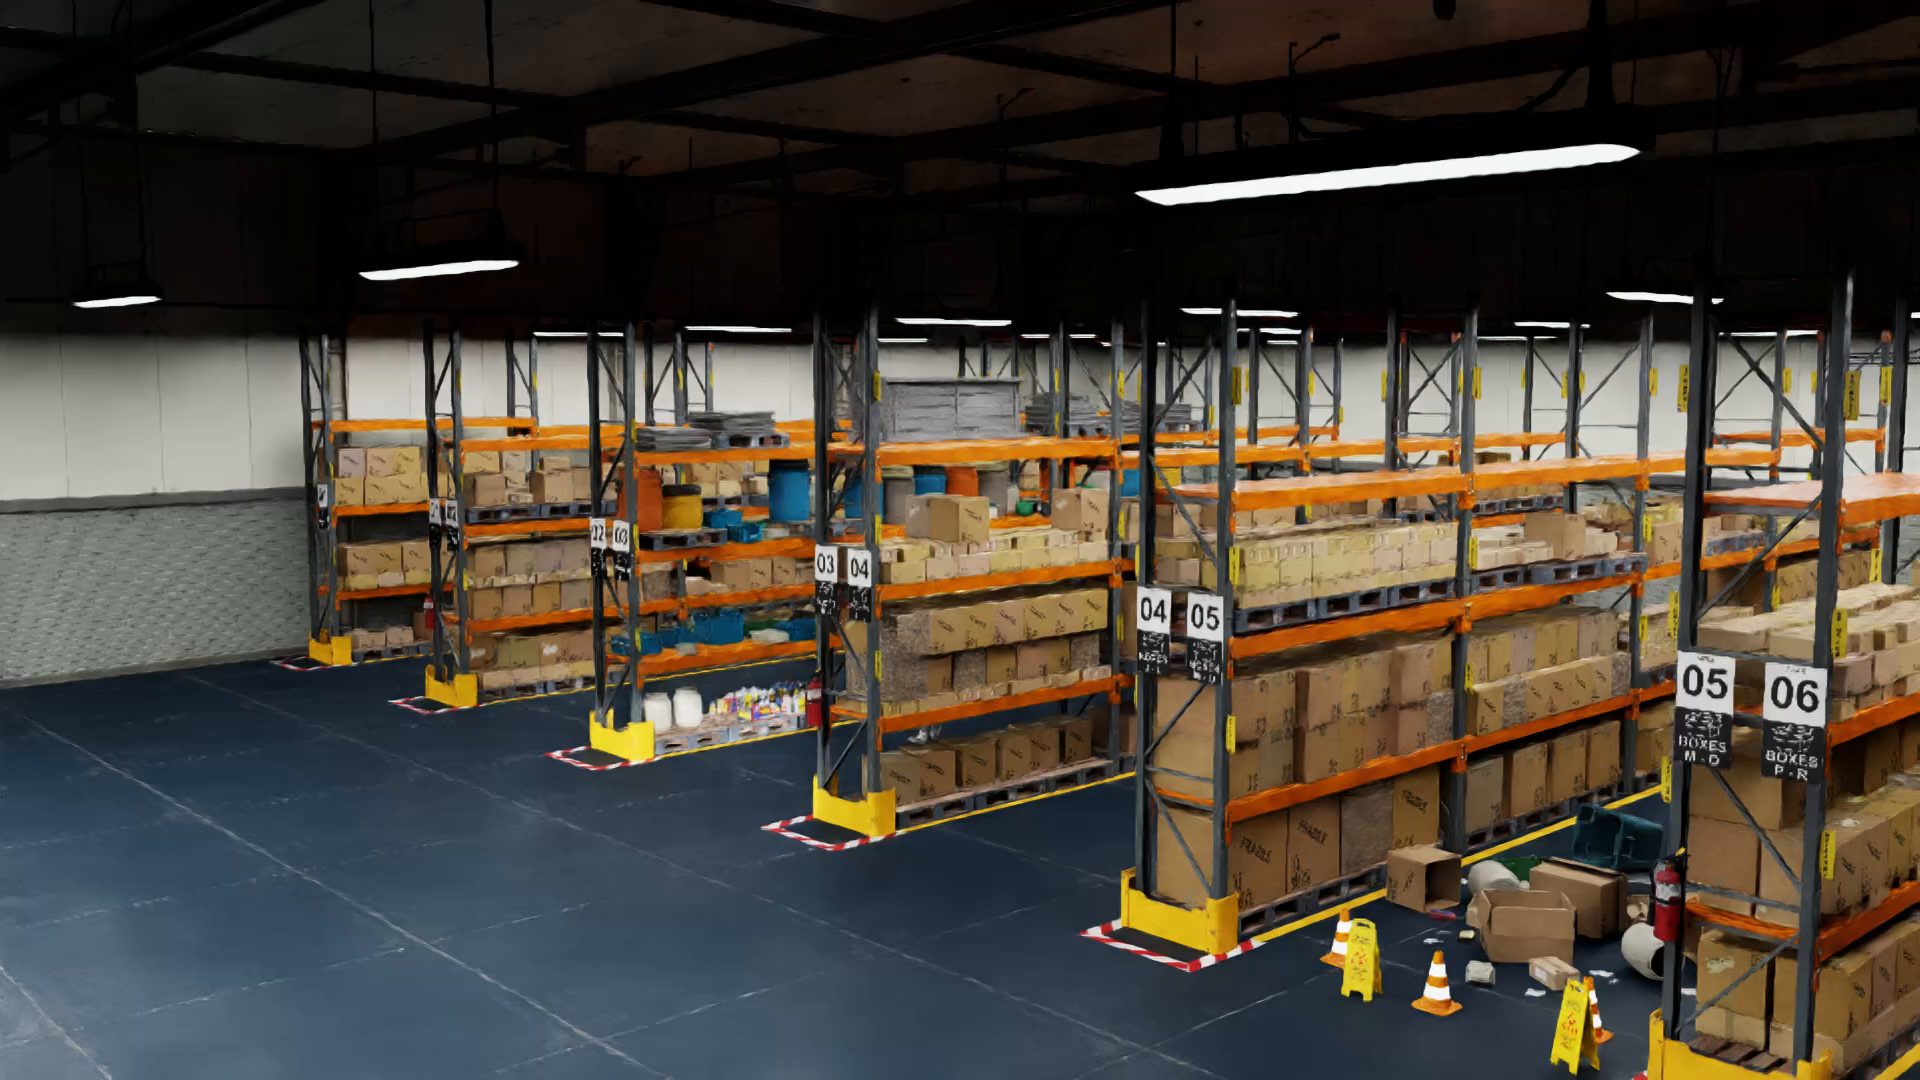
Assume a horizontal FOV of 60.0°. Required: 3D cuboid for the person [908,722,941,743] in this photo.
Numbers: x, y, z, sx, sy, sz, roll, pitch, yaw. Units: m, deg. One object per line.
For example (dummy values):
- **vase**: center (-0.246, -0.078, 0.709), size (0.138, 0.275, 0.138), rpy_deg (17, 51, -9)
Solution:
- **person**: center (-0.422, 1.916, 23.256), size (0.653, 1.786, 0.569), rpy_deg (-1, 6, -13)
